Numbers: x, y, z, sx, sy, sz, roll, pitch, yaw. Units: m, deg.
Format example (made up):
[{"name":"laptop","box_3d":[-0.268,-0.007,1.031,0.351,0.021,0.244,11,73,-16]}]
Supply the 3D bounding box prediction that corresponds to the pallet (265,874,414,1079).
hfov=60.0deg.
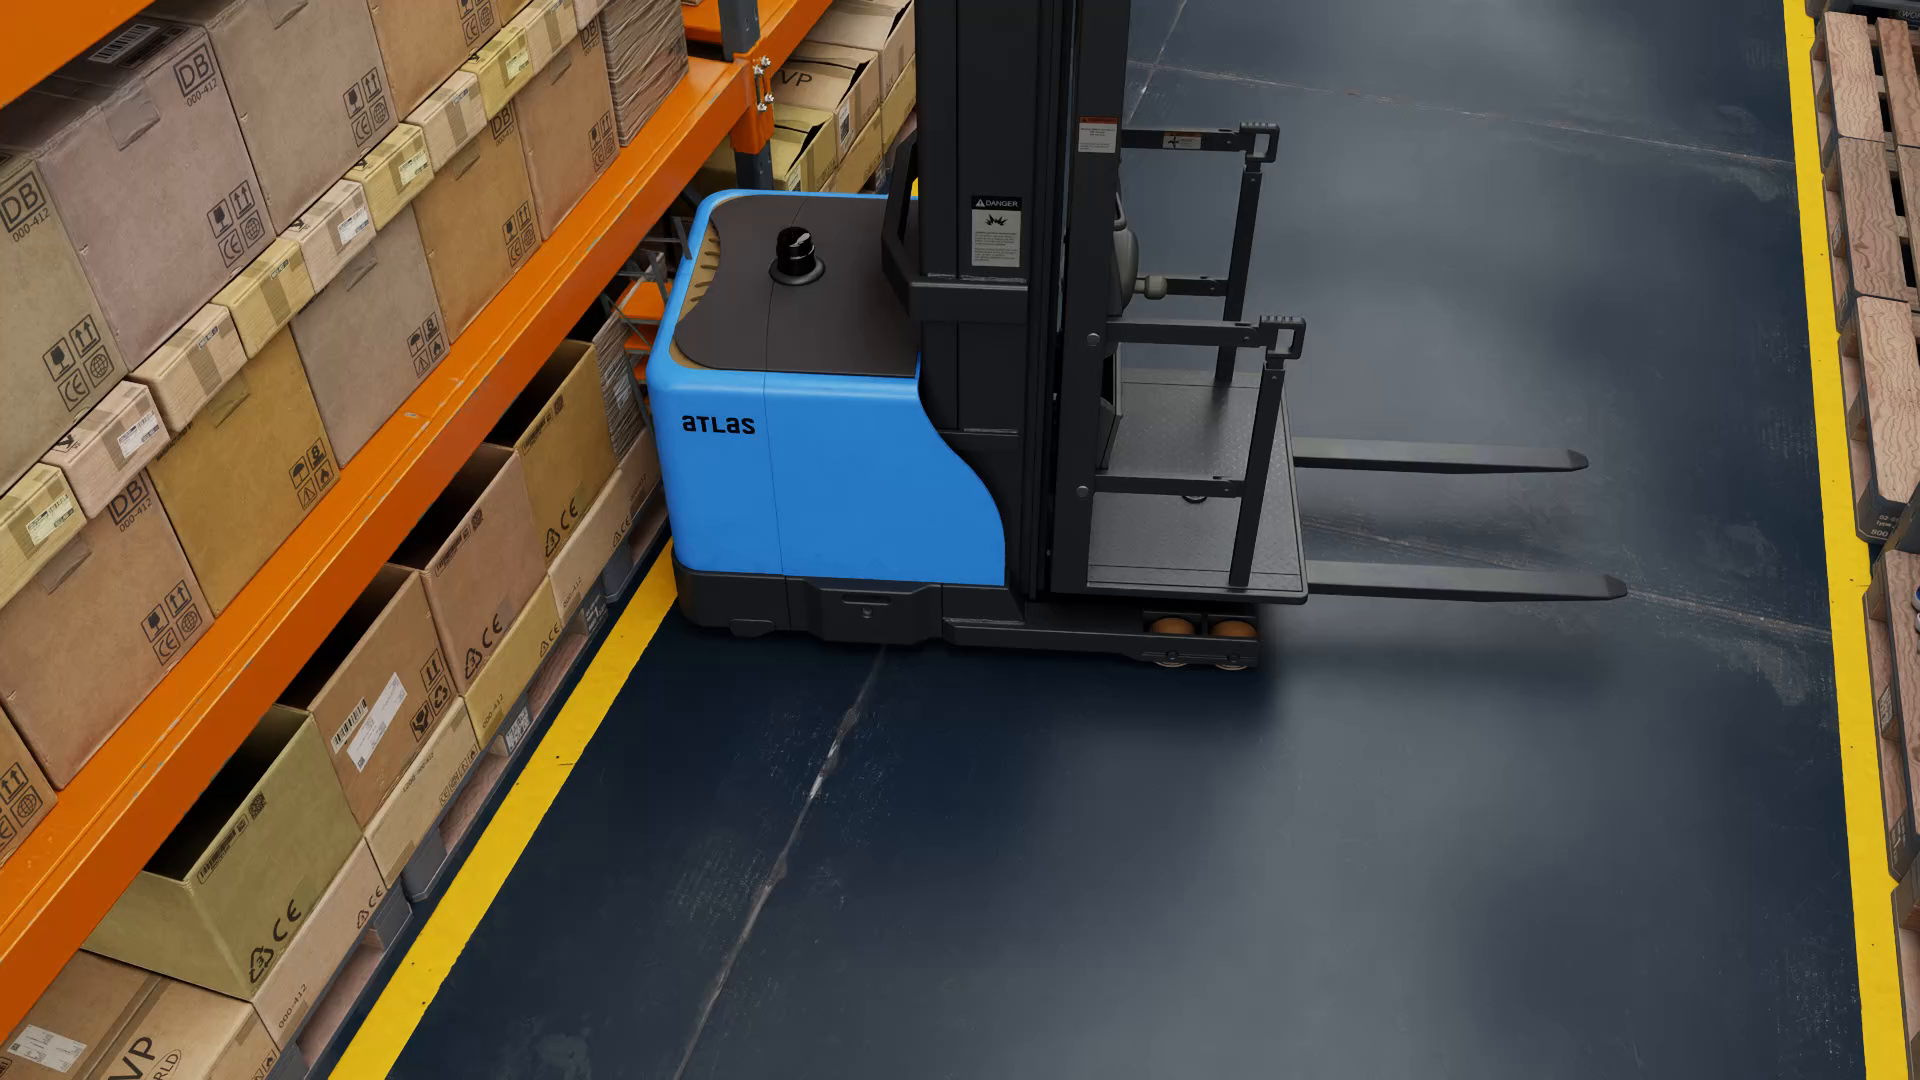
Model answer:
[{"name":"pallet","box_3d":[-2.183,1.262,4.310,1.003,0.211,1.213,13,46,13]}]

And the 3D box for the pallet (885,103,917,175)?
[{"name":"pallet","box_3d":[-0.610,-2.201,7.849,1.003,0.211,1.213,13,46,13]}]

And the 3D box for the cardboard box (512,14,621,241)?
[{"name":"cardboard box","box_3d":[-1.445,-1.268,4.830,0.700,0.500,0.500,12,46,12]}]

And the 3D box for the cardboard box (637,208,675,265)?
[{"name":"cardboard box","box_3d":[-1.314,-1.388,6.689,0.500,0.250,0.500,12,46,12]}]

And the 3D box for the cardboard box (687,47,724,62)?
[{"name":"cardboard box","box_3d":[-1.162,-1.929,6.842,0.500,0.311,0.500,14,46,14]}]

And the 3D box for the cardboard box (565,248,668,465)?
[{"name":"cardboard box","box_3d":[-1.258,-0.632,5.381,0.500,0.500,0.500,13,46,13]}]

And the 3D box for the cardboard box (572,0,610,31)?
[{"name":"cardboard box","box_3d":[-1.195,-1.584,4.689,0.380,0.149,0.250,11,46,11]}]

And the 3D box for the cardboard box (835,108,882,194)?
[{"name":"cardboard box","box_3d":[-0.649,-1.607,6.913,0.500,0.250,0.500,14,46,14]}]

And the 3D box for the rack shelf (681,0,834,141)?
[{"name":"rack shelf","box_3d":[-0.558,-2.959,7.143,1.077,0.370,4.000,13,46,13]}]

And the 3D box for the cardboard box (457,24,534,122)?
[{"name":"cardboard box","box_3d":[-1.351,-1.246,4.343,0.380,0.149,0.250,12,46,12]}]

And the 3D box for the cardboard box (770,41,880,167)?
[{"name":"cardboard box","box_3d":[-0.644,-1.806,6.715,0.500,0.311,0.500,12,46,12]}]

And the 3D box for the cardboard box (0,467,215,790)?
[{"name":"cardboard box","box_3d":[-2.067,0.088,3.444,0.700,0.500,0.500,14,46,14]}]

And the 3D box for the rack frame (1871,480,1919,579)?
[{"name":"rack frame","box_3d":[3.556,-0.831,4.455,1.000,3.000,0.127,13,46,13]}]

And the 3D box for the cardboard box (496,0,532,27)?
[{"name":"cardboard box","box_3d":[-1.443,-1.748,4.392,0.700,0.500,0.500,12,46,12]}]

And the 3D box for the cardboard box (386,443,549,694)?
[{"name":"cardboard box","box_3d":[-1.543,0.039,4.695,0.500,0.500,0.500,13,46,13]}]

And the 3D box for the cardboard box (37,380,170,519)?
[{"name":"cardboard box","box_3d":[-1.818,-0.210,3.285,0.380,0.149,0.250,12,46,12]}]

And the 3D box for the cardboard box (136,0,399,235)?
[{"name":"cardboard box","box_3d":[-1.747,-1.081,3.711,0.700,0.500,0.500,13,46,13]}]

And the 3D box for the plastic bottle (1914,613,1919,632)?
[{"name":"plastic bottle","box_3d":[3.011,0.199,5.088,0.097,0.201,0.097,0,44,0]}]

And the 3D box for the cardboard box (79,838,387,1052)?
[{"name":"cardboard box","box_3d":[-1.852,0.972,4.278,0.500,0.250,0.500,13,46,13]}]

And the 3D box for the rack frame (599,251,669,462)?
[{"name":"rack frame","box_3d":[-0.919,-0.420,5.311,0.240,1.200,0.006,6,45,19]}]

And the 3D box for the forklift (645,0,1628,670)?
[{"name":"forklift","box_3d":[0.623,-1.018,4.695,3.031,2.935,1.130,3,44,3]}]

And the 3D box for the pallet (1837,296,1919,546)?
[{"name":"pallet","box_3d":[3.757,-0.366,5.973,1.003,0.211,1.213,13,46,13]}]

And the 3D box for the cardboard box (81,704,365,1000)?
[{"name":"cardboard box","box_3d":[-1.851,0.704,4.015,0.500,0.500,0.500,13,46,13]}]

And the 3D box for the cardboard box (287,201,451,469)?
[{"name":"cardboard box","box_3d":[-1.755,-0.593,4.140,0.700,0.500,0.500,14,46,14]}]

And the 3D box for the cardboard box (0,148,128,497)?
[{"name":"cardboard box","box_3d":[-2.051,-0.411,3.027,0.700,0.500,0.500,11,46,11]}]

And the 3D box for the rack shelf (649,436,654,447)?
[{"name":"rack shelf","box_3d":[-0.865,-0.363,5.482,0.258,0.103,0.180,6,45,19]}]

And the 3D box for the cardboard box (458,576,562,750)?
[{"name":"cardboard box","box_3d":[-1.544,0.306,4.958,0.500,0.250,0.500,13,46,13]}]

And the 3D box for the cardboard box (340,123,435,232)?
[{"name":"cardboard box","box_3d":[-1.505,-0.900,3.990,0.380,0.149,0.250,14,46,14]}]

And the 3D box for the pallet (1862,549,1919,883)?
[{"name":"pallet","box_3d":[3.313,0.604,4.981,1.003,0.211,1.213,13,46,13]}]

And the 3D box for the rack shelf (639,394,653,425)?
[{"name":"rack shelf","box_3d":[-0.884,-0.450,5.402,0.258,0.103,0.180,6,45,19]}]

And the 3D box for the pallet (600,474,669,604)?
[{"name":"pallet","box_3d":[-1.444,-0.365,5.972,1.003,0.211,1.213,13,46,13]}]

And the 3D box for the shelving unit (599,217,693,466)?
[{"name":"shelving unit","box_3d":[-0.891,-0.482,5.372,0.258,1.200,0.189,6,45,19]}]

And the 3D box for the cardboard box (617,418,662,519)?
[{"name":"cardboard box","box_3d":[-1.256,-0.363,5.642,0.500,0.250,0.500,13,46,13]}]

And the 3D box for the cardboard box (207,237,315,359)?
[{"name":"cardboard box","box_3d":[-1.662,-0.559,3.641,0.380,0.149,0.250,12,46,12]}]

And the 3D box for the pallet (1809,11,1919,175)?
[{"name":"pallet","box_3d":[4.496,-1.992,7.635,1.003,0.211,1.213,13,46,13]}]

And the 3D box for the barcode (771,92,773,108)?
[{"name":"barcode","box_3d":[-0.689,-1.572,5.998,0.001,0.075,0.075,13,46,13]}]
